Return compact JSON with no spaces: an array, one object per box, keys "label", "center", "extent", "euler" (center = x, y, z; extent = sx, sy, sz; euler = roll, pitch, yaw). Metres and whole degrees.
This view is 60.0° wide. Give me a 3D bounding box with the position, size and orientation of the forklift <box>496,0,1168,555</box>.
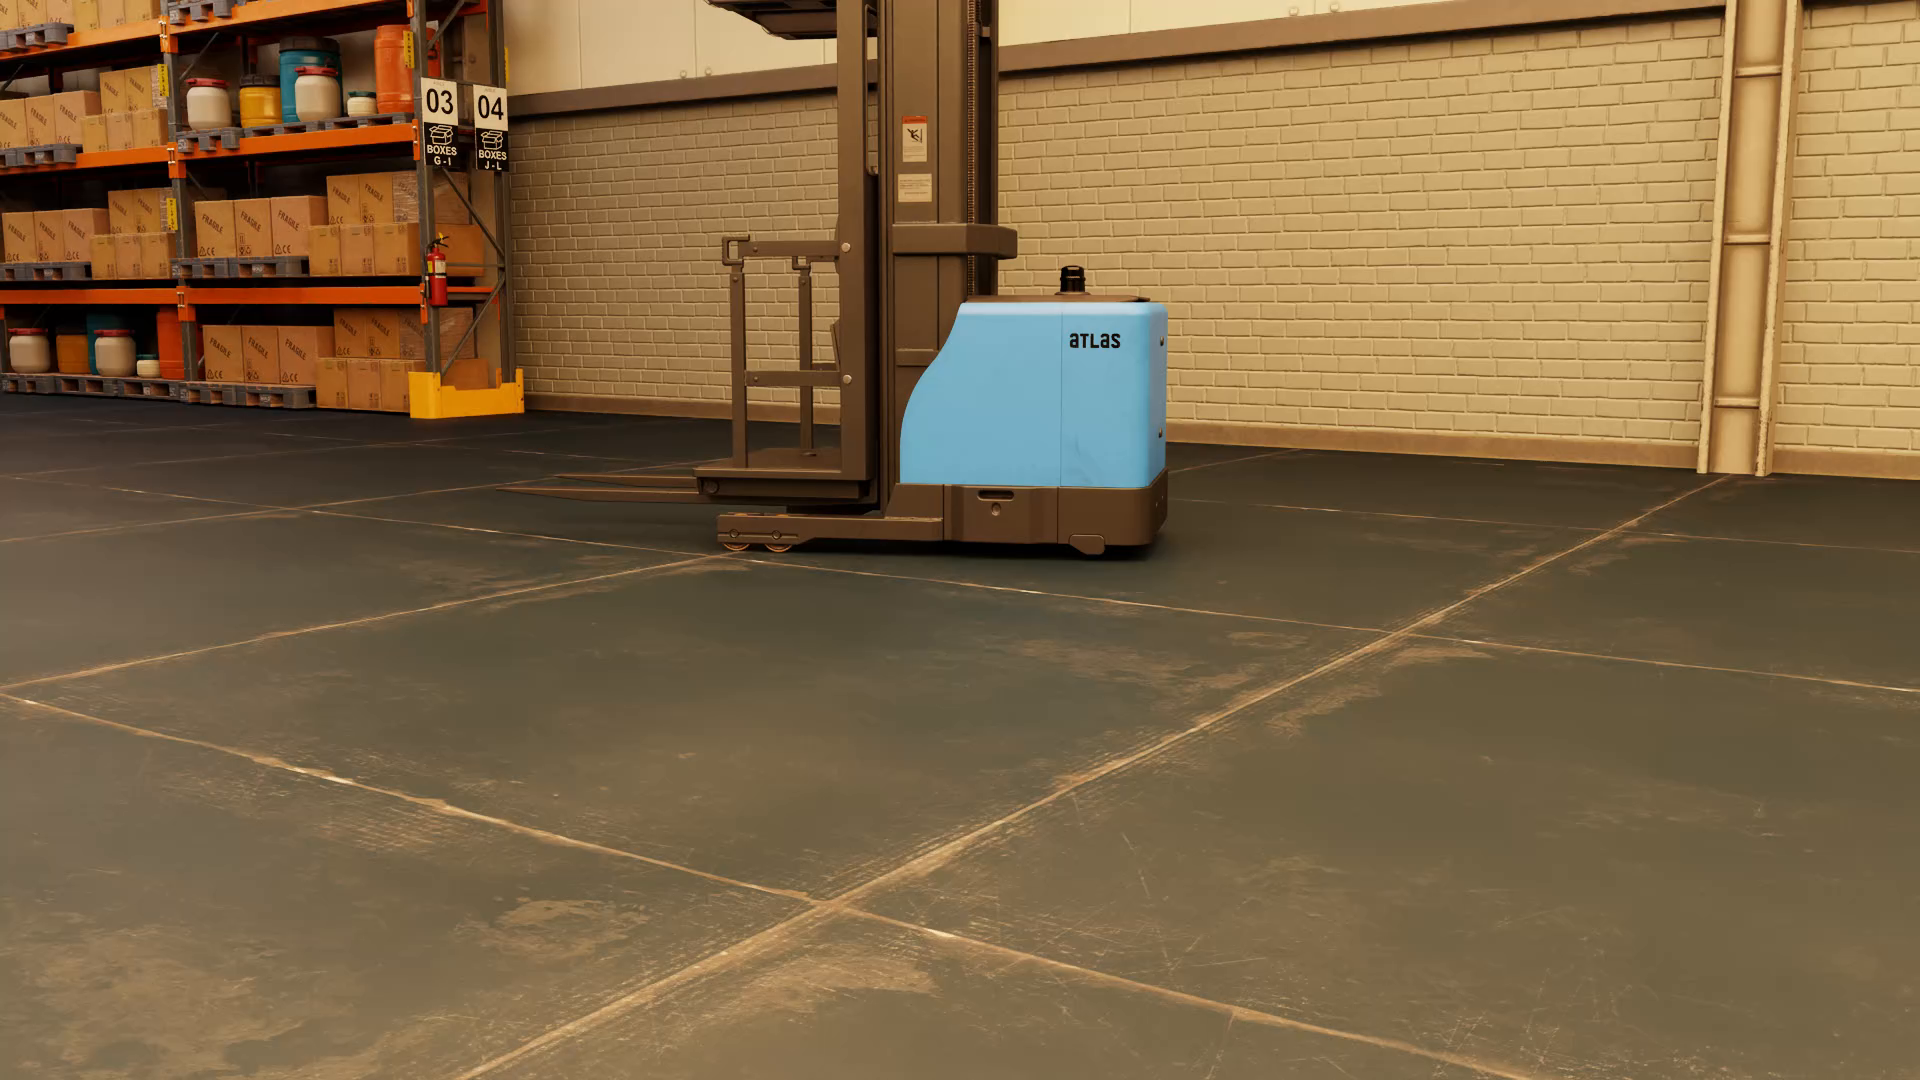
[{"label":"forklift","center":[-0.596,-1.469,7.520],"extent":[3.031,2.935,1.130],"euler":[2,8,12]}]
